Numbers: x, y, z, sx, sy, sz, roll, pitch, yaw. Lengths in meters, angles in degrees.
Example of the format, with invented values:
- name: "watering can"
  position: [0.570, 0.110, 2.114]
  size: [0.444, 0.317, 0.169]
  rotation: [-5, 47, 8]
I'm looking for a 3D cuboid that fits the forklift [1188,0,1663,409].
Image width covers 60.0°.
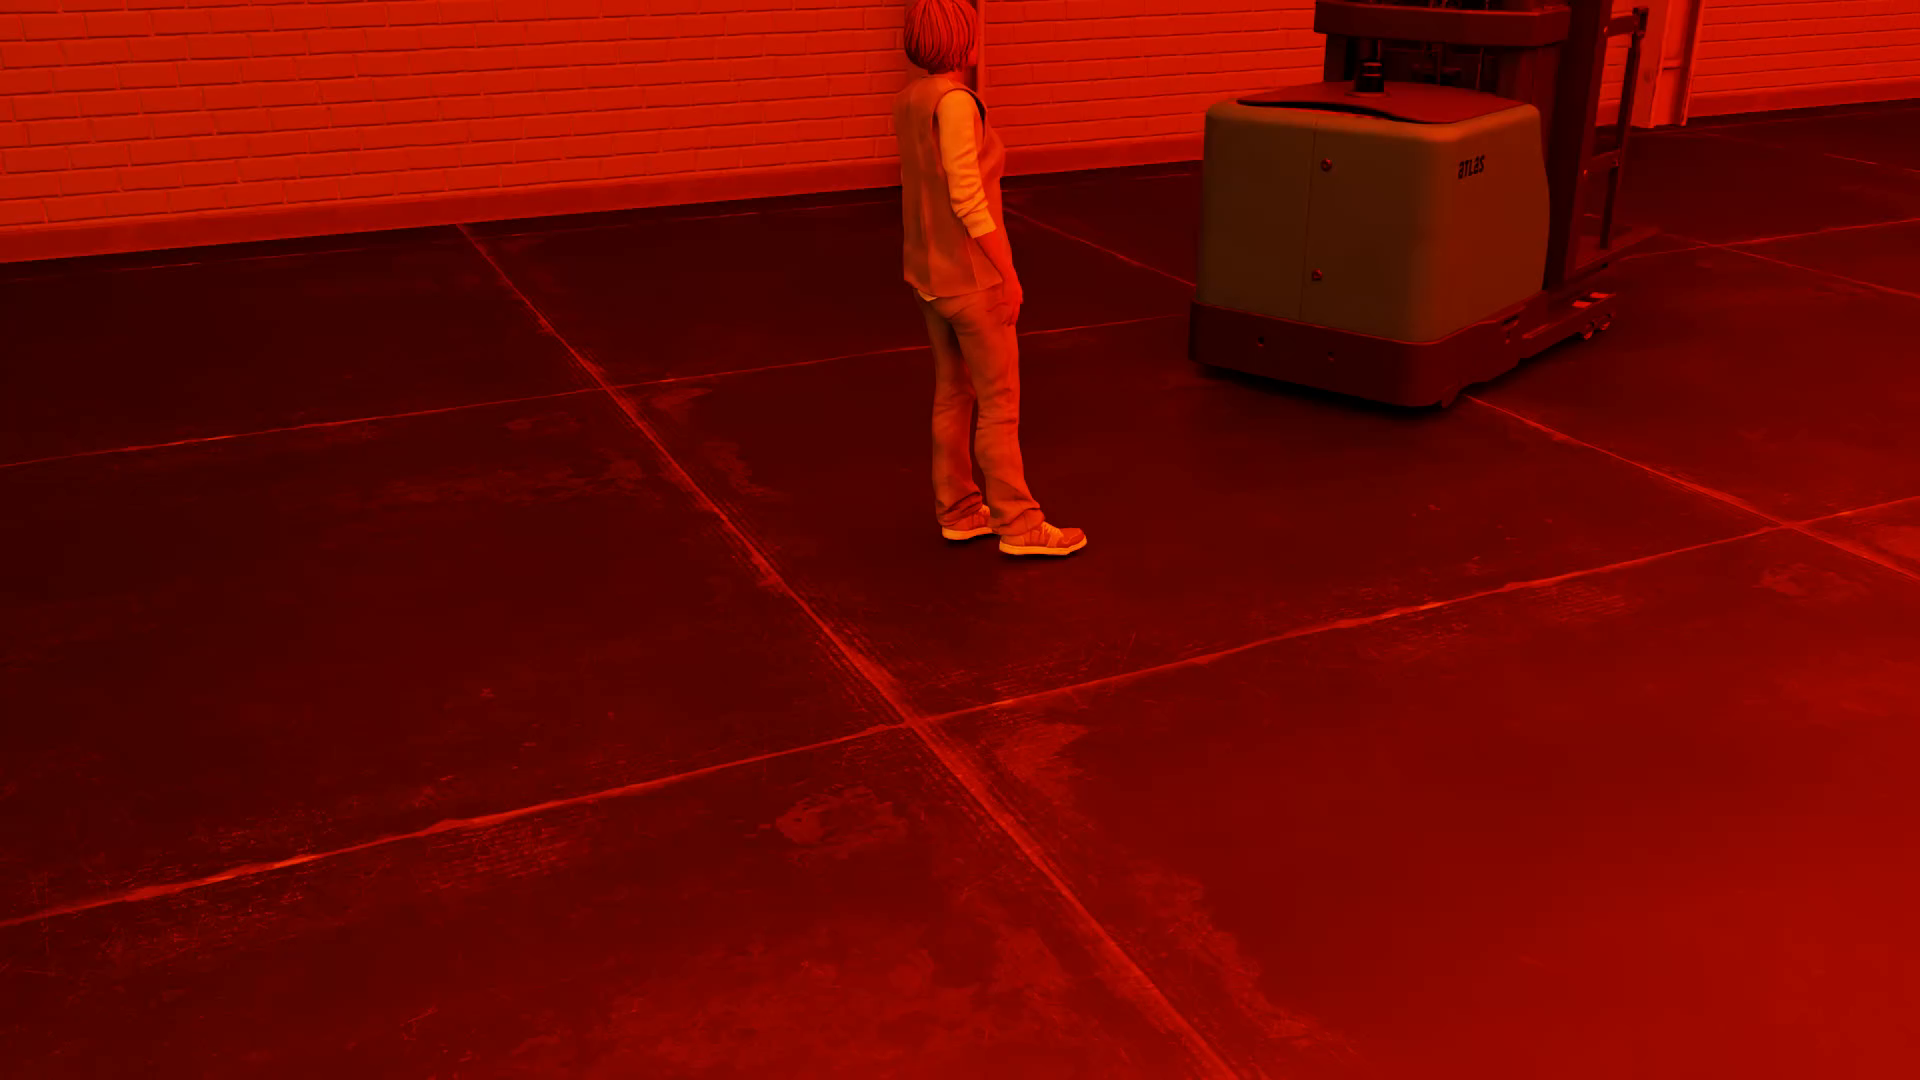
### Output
- name: "forklift"
  position: [2.251, -2.331, 6.896]
  size: [1.130, 2.935, 3.031]
  rotation: [18, 29, 37]

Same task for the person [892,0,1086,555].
- name: "person"
  position: [0.074, -0.751, 4.815]
  size: [0.473, 1.599, 0.521]
  rotation: [-10, 25, -23]
